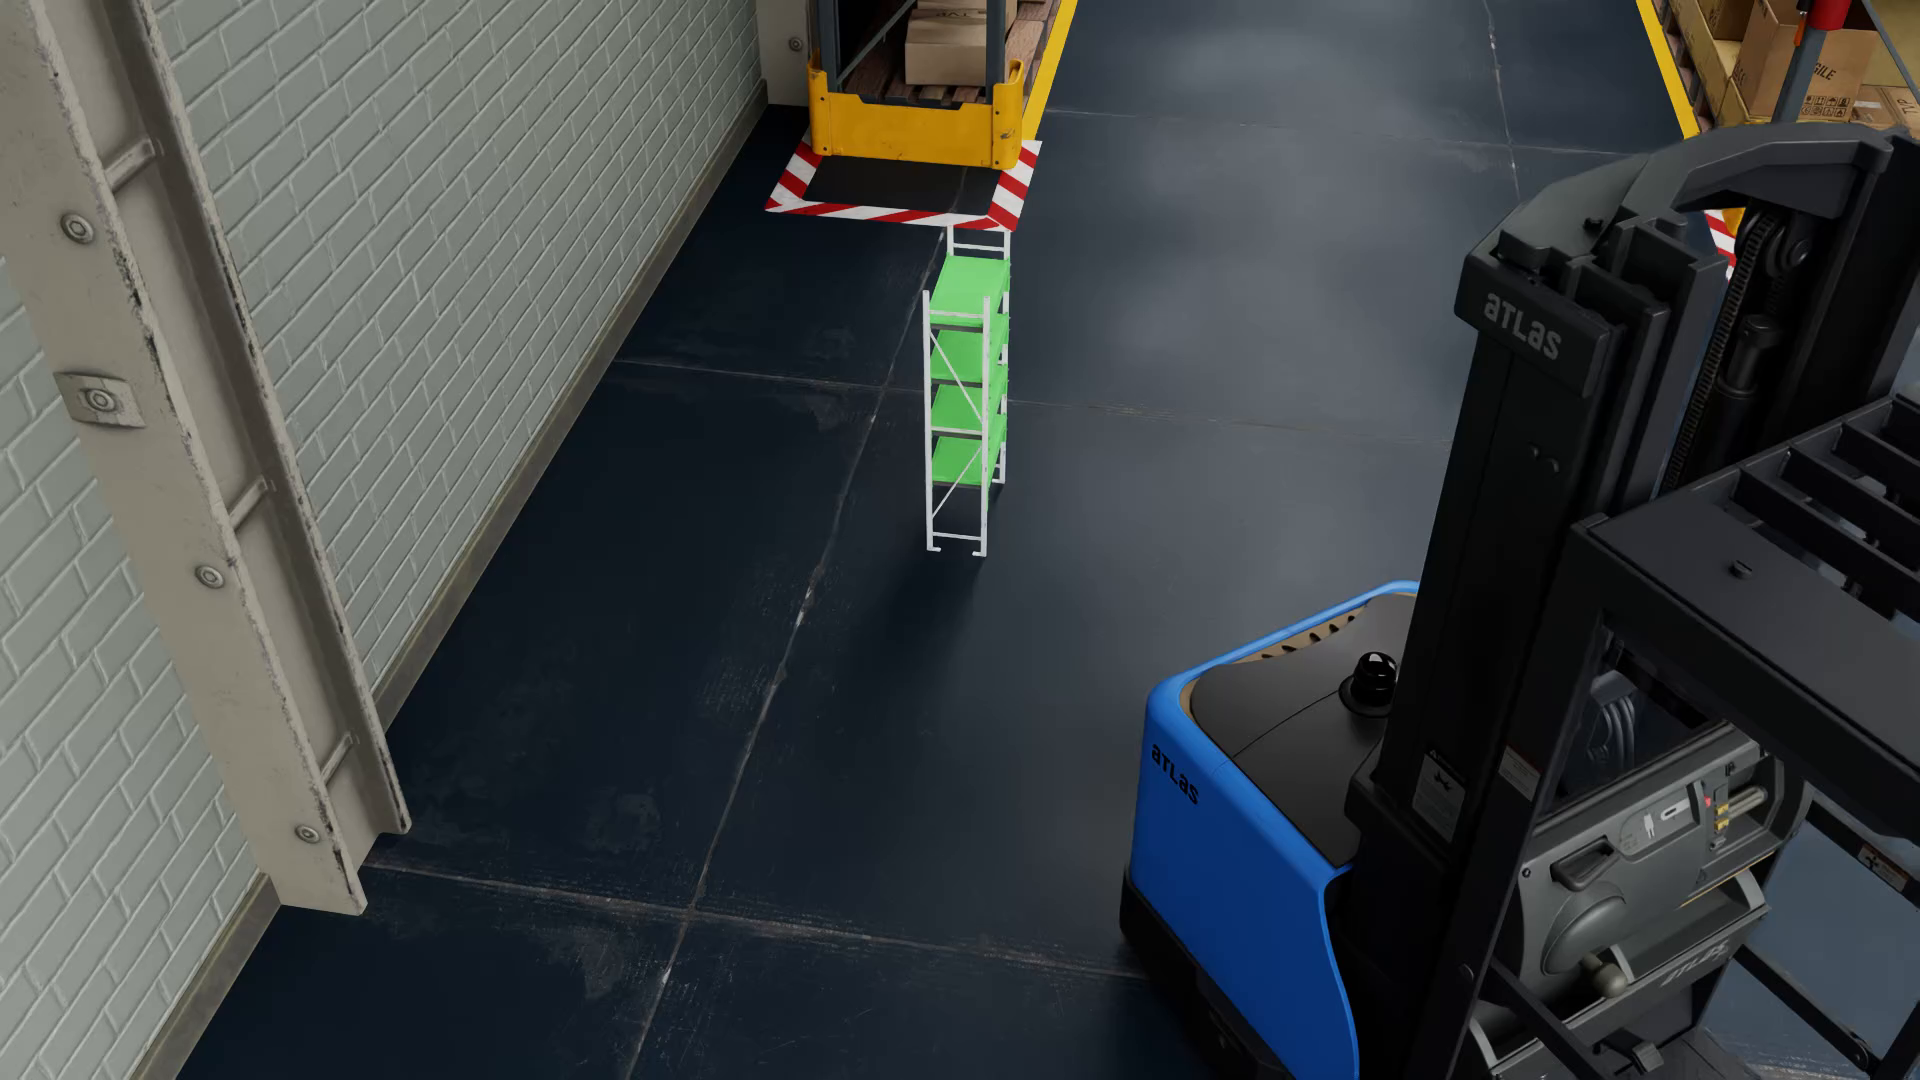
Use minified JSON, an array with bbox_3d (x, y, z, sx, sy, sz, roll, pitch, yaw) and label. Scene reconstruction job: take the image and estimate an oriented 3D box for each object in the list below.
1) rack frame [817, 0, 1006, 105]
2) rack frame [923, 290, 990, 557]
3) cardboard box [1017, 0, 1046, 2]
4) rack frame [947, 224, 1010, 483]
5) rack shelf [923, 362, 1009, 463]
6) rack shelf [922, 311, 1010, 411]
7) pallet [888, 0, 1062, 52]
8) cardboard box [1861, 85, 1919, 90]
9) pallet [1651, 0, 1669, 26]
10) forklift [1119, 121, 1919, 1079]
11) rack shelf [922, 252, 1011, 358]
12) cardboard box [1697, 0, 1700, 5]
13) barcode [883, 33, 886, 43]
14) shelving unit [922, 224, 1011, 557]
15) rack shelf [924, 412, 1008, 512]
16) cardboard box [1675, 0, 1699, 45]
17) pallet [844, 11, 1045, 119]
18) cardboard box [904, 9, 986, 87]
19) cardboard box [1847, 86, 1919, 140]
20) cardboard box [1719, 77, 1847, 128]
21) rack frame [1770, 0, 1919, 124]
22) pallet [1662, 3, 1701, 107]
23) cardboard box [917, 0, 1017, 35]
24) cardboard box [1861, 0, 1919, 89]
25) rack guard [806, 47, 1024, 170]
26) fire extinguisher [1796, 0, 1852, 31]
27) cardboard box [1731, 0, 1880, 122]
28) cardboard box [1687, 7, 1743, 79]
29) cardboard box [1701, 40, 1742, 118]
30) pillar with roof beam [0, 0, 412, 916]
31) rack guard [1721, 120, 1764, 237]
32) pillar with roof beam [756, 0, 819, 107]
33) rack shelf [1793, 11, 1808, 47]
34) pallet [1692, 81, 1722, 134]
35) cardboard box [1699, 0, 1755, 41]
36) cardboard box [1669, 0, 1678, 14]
[{"bbox_3d":[-0.259,-3.330,8.424,1.000,3.000,0.127,6,40,8],"label":"rack frame"},{"bbox_3d":[-0.014,-0.413,6.308,0.240,1.200,0.015,6,40,8],"label":"rack frame"},{"bbox_3d":[0.224,-3.773,10.576,0.700,0.500,0.500,4,40,5],"label":"cardboard box"},{"bbox_3d":[0.071,-0.719,6.679,0.240,1.200,0.015,6,40,8],"label":"rack frame"},{"bbox_3d":[0.029,-0.517,6.534,0.258,0.148,0.480,6,40,8],"label":"rack shelf"},{"bbox_3d":[0.029,-0.702,6.381,0.258,0.148,0.480,6,40,8],"label":"rack shelf"},{"bbox_3d":[0.143,-3.573,10.906,1.003,0.211,1.213,6,40,8],"label":"pallet"},{"bbox_3d":[5.015,-2.515,9.266,0.500,0.250,0.500,6,40,8],"label":"cardboard box"},{"bbox_3d":[5.134,-3.728,11.093,1.003,0.211,1.213,6,40,8],"label":"pallet"},{"bbox_3d":[1.676,0.760,3.531,1.130,2.935,3.031,-20,44,-23],"label":"forklift"},{"bbox_3d":[0.029,-0.887,6.228,0.258,0.148,0.480,6,40,8],"label":"rack shelf"},{"bbox_3d":[4.666,-3.490,9.857,0.500,0.500,0.500,6,40,8],"label":"cardboard box"},{"bbox_3d":[-0.442,-2.947,9.718,0.001,0.075,0.075,6,40,8],"label":"barcode"},{"bbox_3d":[0.029,-0.566,6.493,0.258,1.200,0.503,6,40,8],"label":"shelving unit"},{"bbox_3d":[0.029,-0.332,6.687,0.258,0.148,0.480,6,40,8],"label":"rack shelf"},{"bbox_3d":[4.670,-3.200,10.095,0.500,0.250,0.500,6,40,8],"label":"cardboard box"},{"bbox_3d":[-0.071,-2.809,9.982,1.003,0.211,1.213,6,40,8],"label":"pallet"},{"bbox_3d":[-0.051,-2.888,9.654,0.500,0.311,0.500,2,40,3],"label":"cardboard box"},{"bbox_3d":[4.932,-2.201,8.886,0.500,0.250,0.500,6,40,8],"label":"cardboard box"},{"bbox_3d":[4.422,-2.258,8.955,0.500,0.250,0.500,6,40,8],"label":"cardboard box"},{"bbox_3d":[4.620,-2.786,7.766,1.000,3.000,0.127,6,40,8],"label":"rack frame"},{"bbox_3d":[4.925,-2.960,10.164,1.003,0.211,1.213,6,40,8],"label":"pallet"},{"bbox_3d":[0.048,-3.246,10.087,0.500,0.311,0.500,10,41,11],"label":"cardboard box"},{"bbox_3d":[5.017,-2.804,9.027,0.500,0.500,0.500,6,40,8],"label":"cardboard box"},{"bbox_3d":[-0.246,-2.415,9.278,1.175,0.500,0.348,6,40,8],"label":"rack guard"},{"bbox_3d":[4.142,-2.734,7.763,0.296,0.674,0.183,6,40,8],"label":"fire extinguisher"},{"bbox_3d":[4.420,-2.547,8.716,0.500,0.500,0.500,6,40,8],"label":"cardboard box"},{"bbox_3d":[4.581,-2.887,9.716,0.500,0.250,0.500,6,40,8],"label":"cardboard box"},{"bbox_3d":[4.497,-2.573,9.336,0.500,0.250,0.500,6,40,8],"label":"cardboard box"},{"bbox_3d":[2.212,-1.937,2.031,9.100,9.000,0.400,6,40,8],"label":"pillar with roof beam"},{"bbox_3d":[4.616,-1.808,8.544,1.175,0.500,0.348,6,40,8],"label":"rack guard"},{"bbox_3d":[3.250,-5.702,6.585,9.100,9.000,0.400,6,40,8],"label":"pillar with roof beam"},{"bbox_3d":[4.966,-3.764,9.514,1.077,0.370,4.000,6,40,8],"label":"rack shelf"},{"bbox_3d":[4.711,-2.196,9.241,1.003,0.211,1.213,6,40,8],"label":"pallet"},{"bbox_3d":[4.579,-3.176,9.477,0.500,0.500,0.500,6,40,8],"label":"cardboard box"},{"bbox_3d":[4.750,-3.515,10.476,0.500,0.250,0.500,6,40,8],"label":"cardboard box"}]
